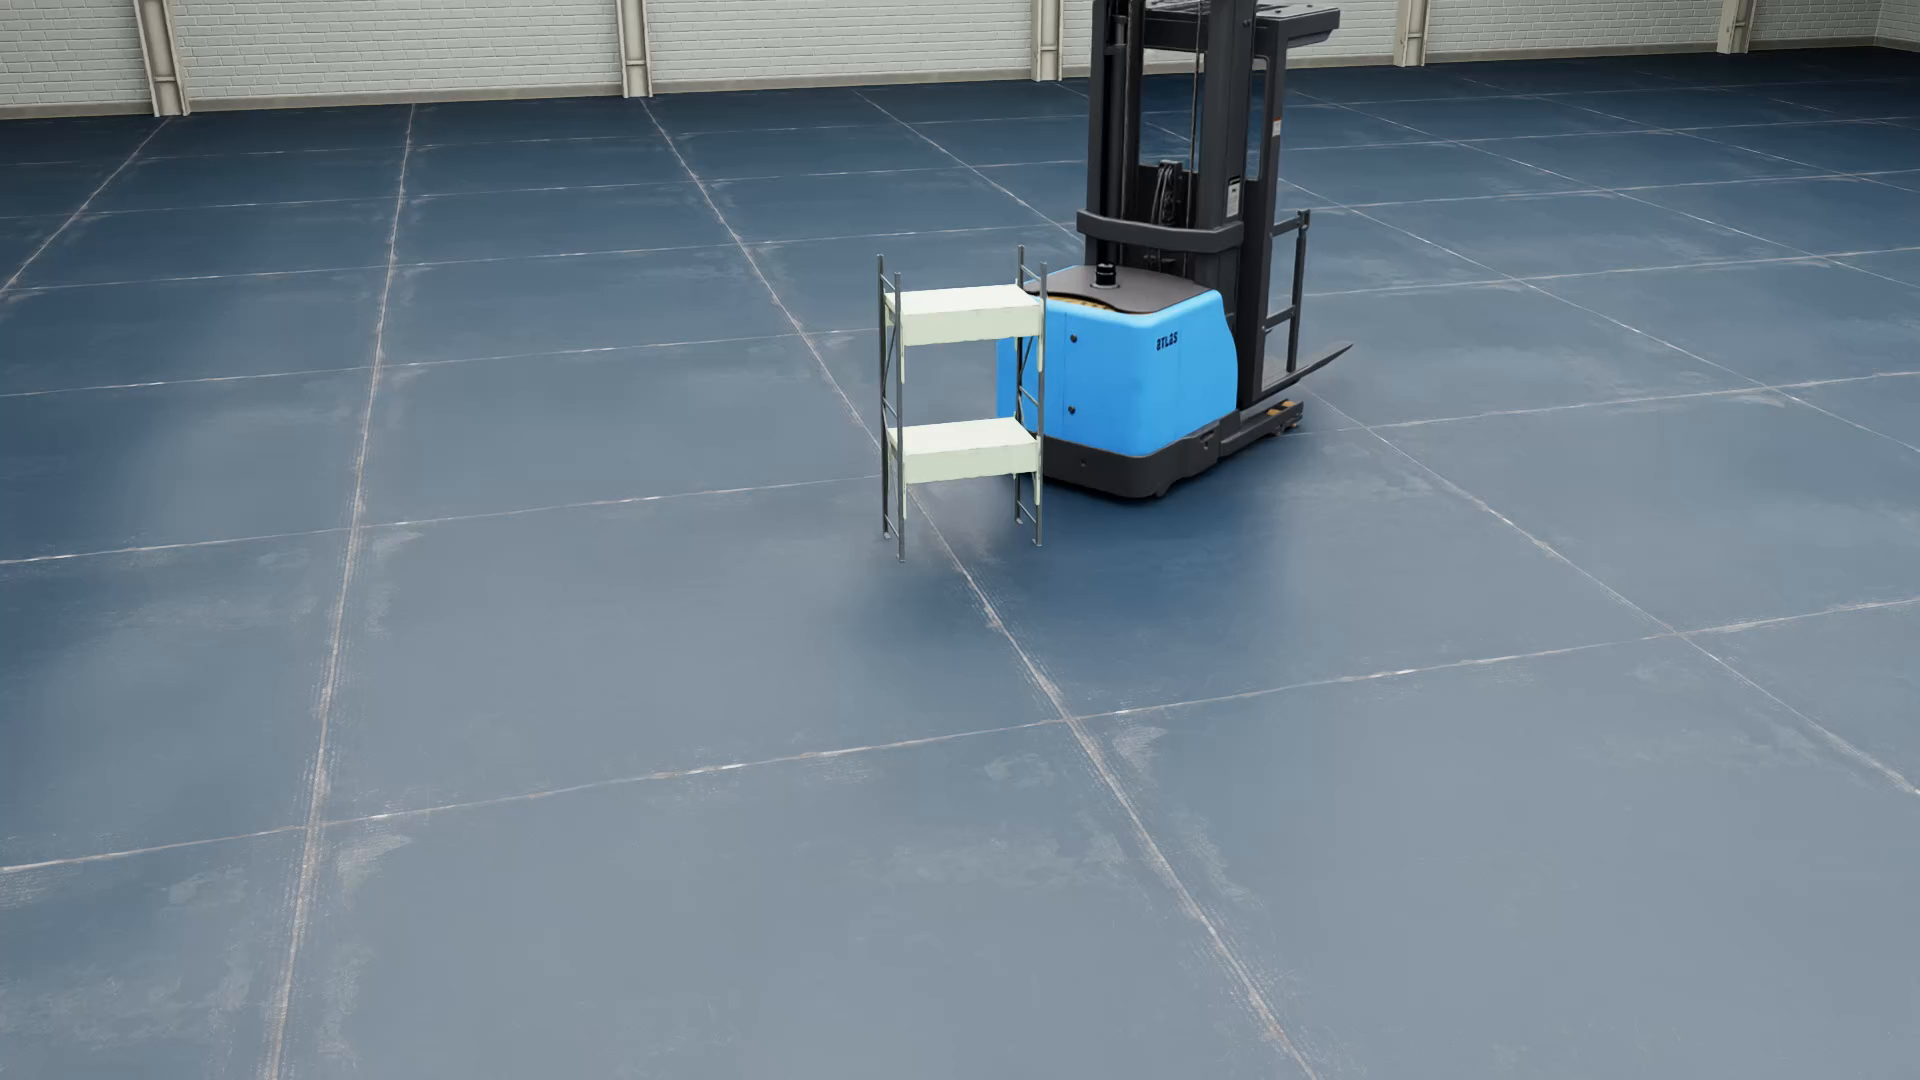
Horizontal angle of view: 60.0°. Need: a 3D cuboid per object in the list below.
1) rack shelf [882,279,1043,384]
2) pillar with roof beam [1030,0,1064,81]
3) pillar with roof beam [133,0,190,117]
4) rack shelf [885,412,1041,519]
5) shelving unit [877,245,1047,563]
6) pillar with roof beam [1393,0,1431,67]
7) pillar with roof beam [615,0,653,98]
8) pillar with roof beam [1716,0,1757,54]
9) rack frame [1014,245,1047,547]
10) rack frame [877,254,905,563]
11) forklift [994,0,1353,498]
[{"bbox_3d":[0.006,-1.049,8.302,0.720,0.370,0.431,-6,24,-14],"label":"rack shelf"},{"bbox_3d":[2.441,-9.338,19.102,0.400,9.000,9.100,-6,24,-14],"label":"pillar with roof beam"},{"bbox_3d":[-9.113,-8.060,16.123,0.400,9.000,9.100,-6,24,-14],"label":"pillar with roof beam"},{"bbox_3d":[0.006,-0.390,8.584,0.720,0.370,0.431,-6,24,-14],"label":"rack shelf"},{"bbox_3d":[0.006,-0.690,8.456,0.755,1.500,0.431,-6,24,-14],"label":"shelving unit"},{"bbox_3d":[8.218,-9.978,20.591,0.400,9.000,9.100,-6,24,-14],"label":"pillar with roof beam"},{"bbox_3d":[-3.336,-8.699,17.612,0.400,9.000,9.100,-6,24,-14],"label":"pillar with roof beam"},{"bbox_3d":[13.995,-10.617,22.080,0.400,9.000,9.100,-6,24,-14],"label":"pillar with roof beam"},{"bbox_3d":[0.359,-0.729,8.547,0.023,1.500,0.400,-6,24,-14],"label":"rack frame"},{"bbox_3d":[-0.346,-0.651,8.365,0.023,1.500,0.400,-6,24,-14],"label":"rack frame"},{"bbox_3d":[1.489,-2.092,9.908,1.130,2.935,3.031,17,28,34],"label":"forklift"}]
